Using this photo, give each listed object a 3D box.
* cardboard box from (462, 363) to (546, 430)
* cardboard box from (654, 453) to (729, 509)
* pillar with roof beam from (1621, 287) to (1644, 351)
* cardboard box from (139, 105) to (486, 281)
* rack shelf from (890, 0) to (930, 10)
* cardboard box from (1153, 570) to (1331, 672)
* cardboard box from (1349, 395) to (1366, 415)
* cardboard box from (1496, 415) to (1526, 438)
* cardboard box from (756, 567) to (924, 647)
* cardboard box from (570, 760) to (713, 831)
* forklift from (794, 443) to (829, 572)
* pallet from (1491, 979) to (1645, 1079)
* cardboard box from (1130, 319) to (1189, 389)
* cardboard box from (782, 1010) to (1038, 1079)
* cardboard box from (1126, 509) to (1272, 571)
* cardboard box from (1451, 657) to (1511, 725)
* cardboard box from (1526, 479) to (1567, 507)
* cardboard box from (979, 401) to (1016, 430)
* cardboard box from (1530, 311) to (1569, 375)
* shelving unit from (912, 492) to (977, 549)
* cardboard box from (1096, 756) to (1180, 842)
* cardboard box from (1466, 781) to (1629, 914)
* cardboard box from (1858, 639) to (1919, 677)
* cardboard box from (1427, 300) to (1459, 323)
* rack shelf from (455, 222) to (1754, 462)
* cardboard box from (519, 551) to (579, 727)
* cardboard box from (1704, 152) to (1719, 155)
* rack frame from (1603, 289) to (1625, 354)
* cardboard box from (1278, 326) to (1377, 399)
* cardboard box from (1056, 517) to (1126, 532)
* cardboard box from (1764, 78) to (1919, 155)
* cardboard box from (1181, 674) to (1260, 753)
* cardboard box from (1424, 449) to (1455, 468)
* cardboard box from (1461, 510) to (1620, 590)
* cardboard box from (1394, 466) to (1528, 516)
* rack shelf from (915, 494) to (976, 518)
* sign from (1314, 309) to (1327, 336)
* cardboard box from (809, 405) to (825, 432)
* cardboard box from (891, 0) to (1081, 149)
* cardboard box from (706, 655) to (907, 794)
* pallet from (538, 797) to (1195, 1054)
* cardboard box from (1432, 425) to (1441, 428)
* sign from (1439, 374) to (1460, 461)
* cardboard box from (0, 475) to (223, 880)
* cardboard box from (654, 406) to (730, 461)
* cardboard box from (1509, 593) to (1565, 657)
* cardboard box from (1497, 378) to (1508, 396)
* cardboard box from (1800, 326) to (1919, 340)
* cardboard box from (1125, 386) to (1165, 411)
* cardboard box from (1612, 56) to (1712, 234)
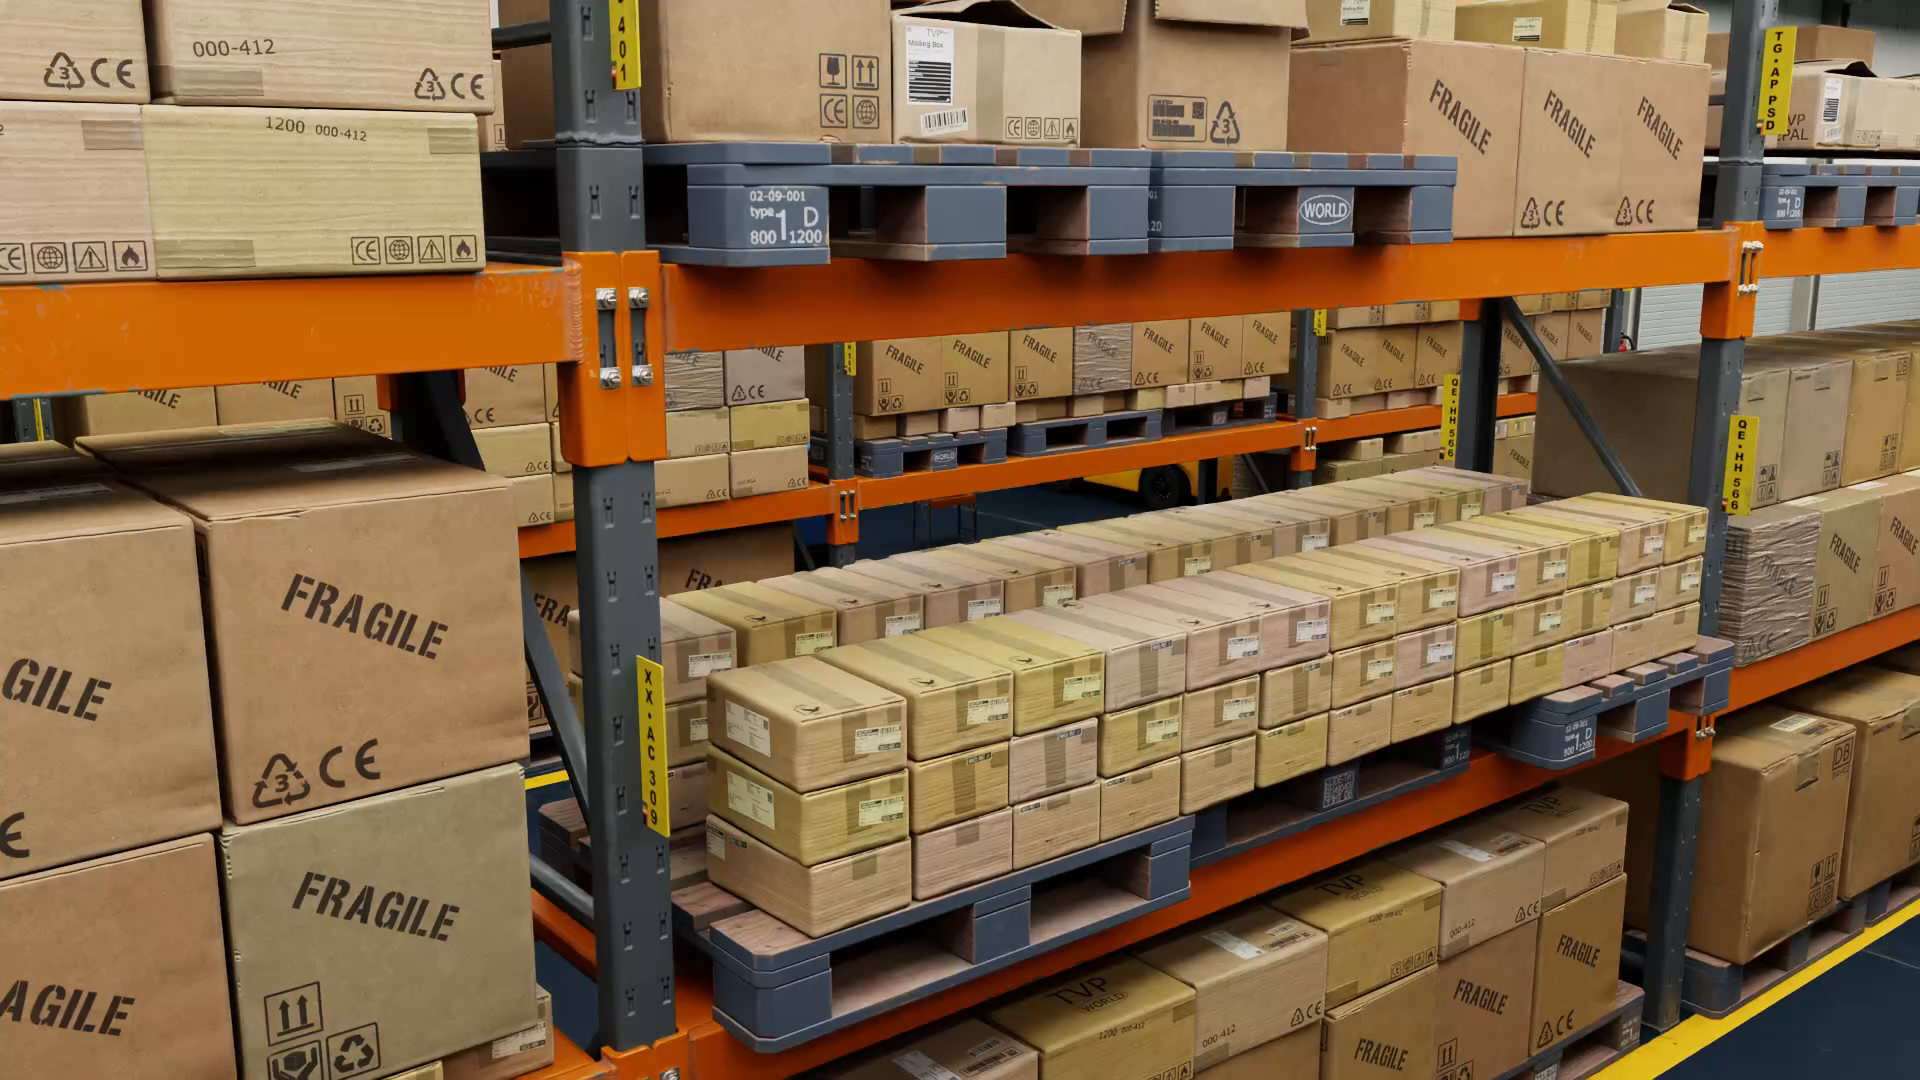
[{"bbox_3d":[-2.383,-0.827,8.155,0.500,0.500,0.500,-10,15,-39],"label":"cardboard box"},{"bbox_3d":[-1.578,-0.345,8.891,0.500,0.250,0.500,-9,15,-37],"label":"cardboard box"},{"bbox_3d":[13.140,-6.286,22.069,0.400,9.000,9.100,-9,15,-38],"label":"pillar with roof beam"},{"bbox_3d":[-1.123,-0.572,2.741,0.500,0.250,0.500,-9,15,-36],"label":"cardboard box"},{"bbox_3d":[0.606,-3.241,10.422,4.000,0.370,1.077,-9,15,-38],"label":"rack shelf"},{"bbox_3d":[0.696,0.196,4.145,0.250,0.149,0.380,-9,15,-36],"label":"cardboard box"},{"bbox_3d":[2.779,-1.021,12.319,0.250,0.149,0.380,-9,15,-36],"label":"cardboard box"},{"bbox_3d":[4.385,-0.940,13.577,0.250,0.149,0.380,-9,15,-37],"label":"cardboard box"},{"bbox_3d":[-0.304,0.189,4.180,0.250,0.149,0.380,-10,16,-39],"label":"cardboard box"},{"bbox_3d":[-0.722,0.548,3.920,0.250,0.149,0.380,-10,15,-39],"label":"cardboard box"},{"bbox_3d":[-2.402,-1.019,11.873,3.031,2.935,1.130,-9,15,-38],"label":"forklift"},{"bbox_3d":[1.604,1.660,5.801,1.213,0.211,1.003,-9,15,-38],"label":"pallet"},{"bbox_3d":[1.157,-1.286,10.994,0.500,0.500,0.500,-9,15,-36],"label":"cardboard box"},{"bbox_3d":[-0.166,1.312,3.931,0.500,0.250,0.500,-10,16,-40],"label":"cardboard box"},{"bbox_3d":[0.708,0.021,4.970,0.250,0.149,0.380,-9,15,-36],"label":"cardboard box"},{"bbox_3d":[1.315,0.384,4.695,0.250,0.149,0.380,-10,16,-40],"label":"cardboard box"},{"bbox_3d":[2.399,0.044,6.458,0.500,0.500,0.500,-9,15,-38],"label":"cardboard box"},{"bbox_3d":[0.126,-0.781,10.178,0.250,0.149,0.380,-9,15,-37],"label":"cardboard box"},{"bbox_3d":[4.645,-1.648,13.710,0.500,0.500,0.500,-9,15,-38],"label":"cardboard box"},{"bbox_3d":[-0.129,-0.565,13.903,0.503,1.200,0.258,-9,15,-38],"label":"shelving unit"},{"bbox_3d":[0.294,0.554,3.892,0.250,0.149,0.380,-9,15,-37],"label":"cardboard box"},{"bbox_3d":[1.845,0.977,5.508,0.500,0.250,0.500,-10,15,-39],"label":"cardboard box"},{"bbox_3d":[4.154,0.791,7.588,0.750,0.750,1.050,-9,15,-38],"label":"cardboard box"},{"bbox_3d":[3.468,-1.943,12.691,0.500,0.500,0.700,-10,15,-39],"label":"cardboard box"},{"bbox_3d":[0.653,-0.661,4.529,4.000,0.370,1.077,-9,15,-38],"label":"rack shelf"},{"bbox_3d":[-2.246,0.431,8.984,0.875,0.875,0.875,-9,15,-37],"label":"cardboard box"},{"bbox_3d":[2.844,-1.667,6.500,0.500,0.311,0.500,-9,15,-38],"label":"cardboard box"},{"bbox_3d":[5.291,-1.633,14.596,0.127,3.000,1.000,-9,15,-38],"label":"rack frame"},{"bbox_3d":[2.685,-1.320,12.166,0.500,0.500,0.500,-9,15,-38],"label":"cardboard box"},{"bbox_3d":[1.200,0.129,11.616,0.625,0.372,0.950,-8,15,-34],"label":"cardboard box"},{"bbox_3d":[3.309,-1.576,6.218,0.500,0.250,0.500,-9,15,-36],"label":"cardboard box"},{"bbox_3d":[0.501,0.373,4.028,0.250,0.149,0.380,-9,15,-35],"label":"cardboard box"},{"bbox_3d":[3.613,-0.512,13.122,0.500,0.500,0.500,-8,15,-35],"label":"cardboard box"},{"bbox_3d":[1.717,0.026,4.947,0.250,0.149,0.380,-9,15,-36],"label":"cardboard box"},{"bbox_3d":[1.730,-0.149,5.772,0.250,0.149,0.380,-9,15,-38],"label":"cardboard box"},{"bbox_3d":[-0.129,-0.305,13.958,0.480,0.148,0.258,-9,15,-38],"label":"rack shelf"},{"bbox_3d":[2.517,-1.590,11.609,0.005,0.325,0.100,-9,15,-38],"label":"sign"},{"bbox_3d":[-0.847,-0.758,10.070,0.250,0.149,0.380,-9,15,-36],"label":"cardboard box"},{"bbox_3d":[-0.090,-0.995,3.575,0.500,0.311,0.500,-10,15,-38],"label":"cardboard box"},{"bbox_3d":[-0.313,0.364,3.354,0.250,0.149,0.380,-8,15,-35],"label":"cardboard box"},{"bbox_3d":[-0.221,0.732,3.919,1.213,0.211,1.003,-9,15,-38],"label":"pallet"},{"bbox_3d":[4.064,-0.728,14.140,0.500,0.500,0.500,-10,16,-40],"label":"cardboard box"},{"bbox_3d":[1.866,-0.461,6.290,0.005,0.325,0.100,-9,15,-38],"label":"sign"},{"bbox_3d":[-1.507,0.204,2.585,0.500,0.500,0.500,-10,16,-39],"label":"cardboard box"},{"bbox_3d":[-1.574,-0.595,8.865,0.500,0.250,0.500,-10,16,-39],"label":"cardboard box"},{"bbox_3d":[1.507,0.207,4.810,0.250,0.149,0.380,-9,15,-38],"label":"cardboard box"},{"bbox_3d":[4.177,-1.249,13.395,0.250,0.149,0.380,-10,15,-38],"label":"cardboard box"},{"bbox_3d":[4.159,-0.664,7.386,0.500,0.500,0.700,-9,15,-37],"label":"cardboard box"},{"bbox_3d":[1.132,-0.955,10.996,0.250,0.149,0.380,-9,15,-38],"label":"cardboard box"},{"bbox_3d":[1.928,-1.206,5.123,0.500,0.500,0.500,-9,15,-38],"label":"cardboard box"}]
